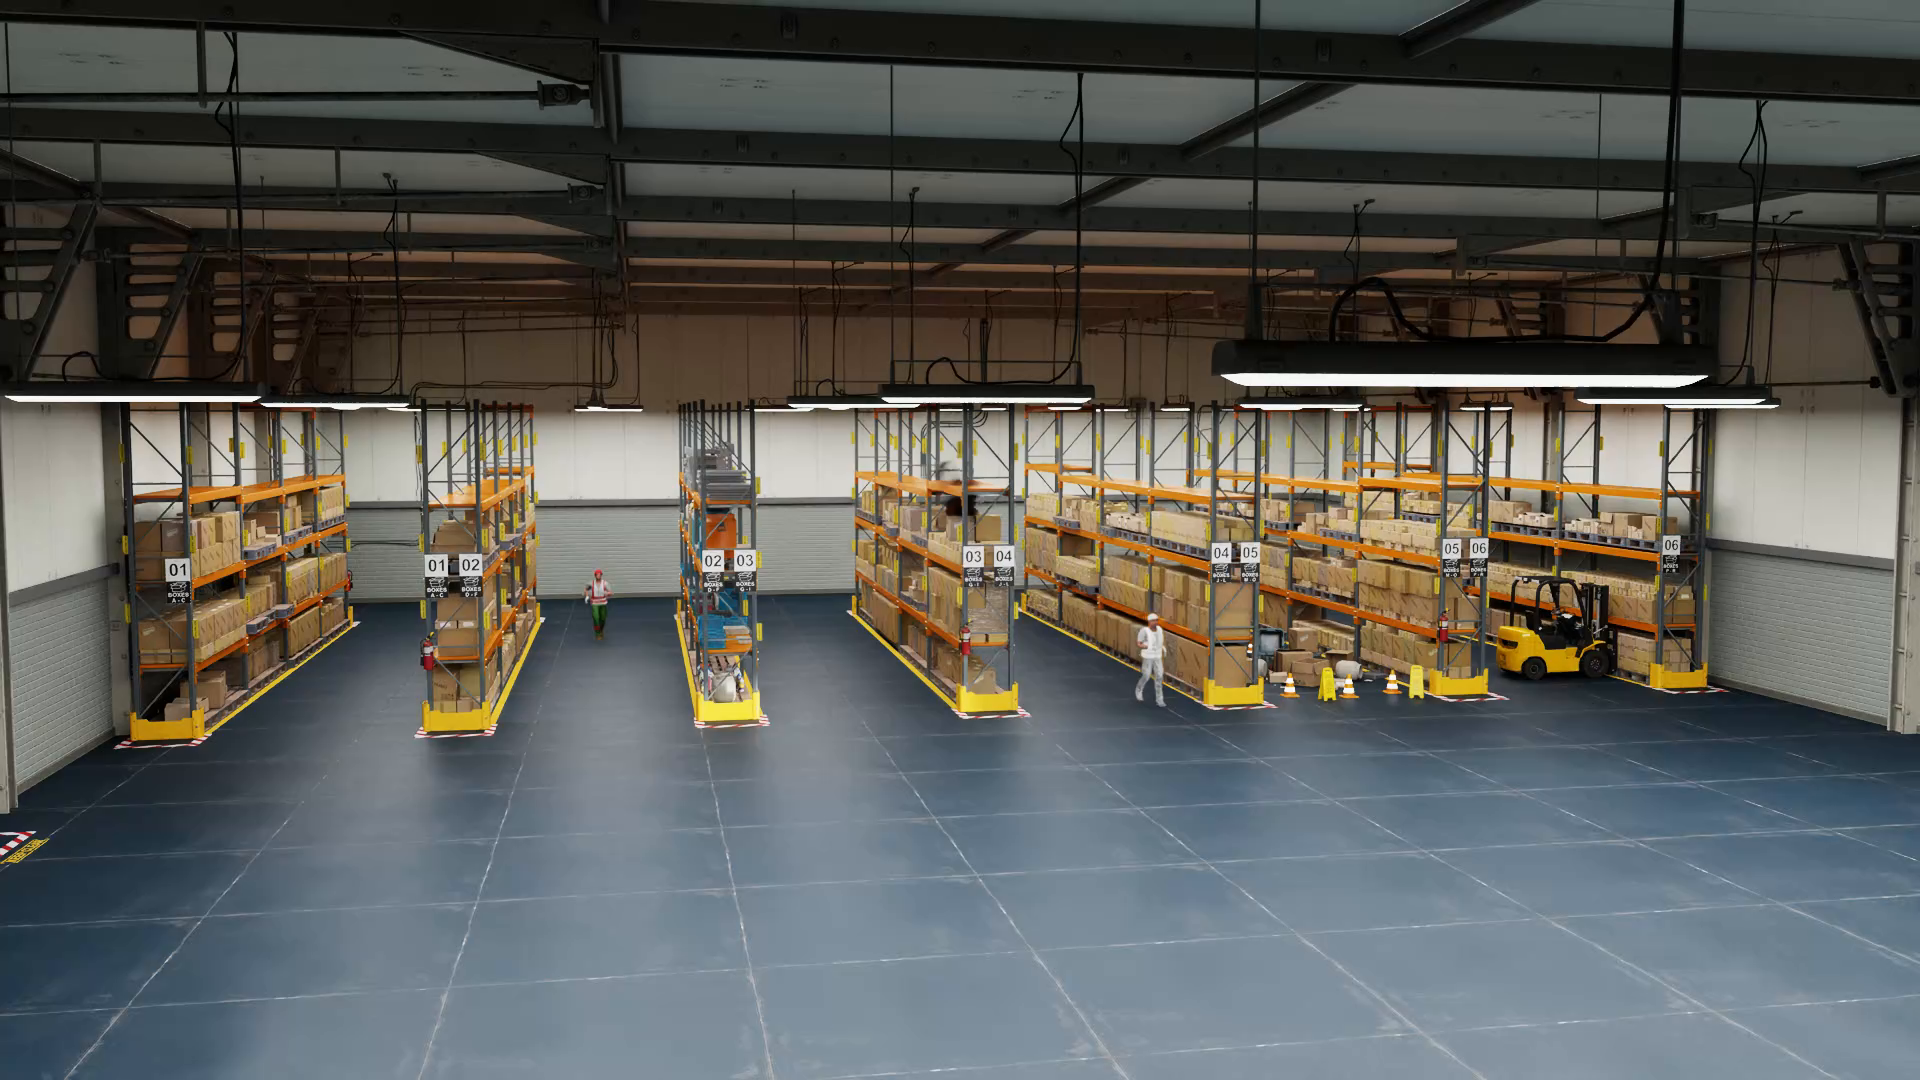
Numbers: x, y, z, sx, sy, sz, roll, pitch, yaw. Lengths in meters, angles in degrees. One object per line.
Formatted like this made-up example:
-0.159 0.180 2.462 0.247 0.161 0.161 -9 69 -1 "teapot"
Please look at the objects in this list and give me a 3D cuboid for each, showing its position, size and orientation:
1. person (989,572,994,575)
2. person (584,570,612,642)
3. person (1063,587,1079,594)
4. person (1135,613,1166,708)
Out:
0.646 1.271 47.743 0.755 1.696 0.573 2 5 20 "person"
-9.126 1.630 42.033 0.660 1.771 1.004 -2 5 -20 "person"
3.285 1.143 50.272 0.735 1.599 0.552 -1 4 -9 "person"
3.786 2.349 32.833 0.706 1.819 0.845 -2 5 -25 "person"
